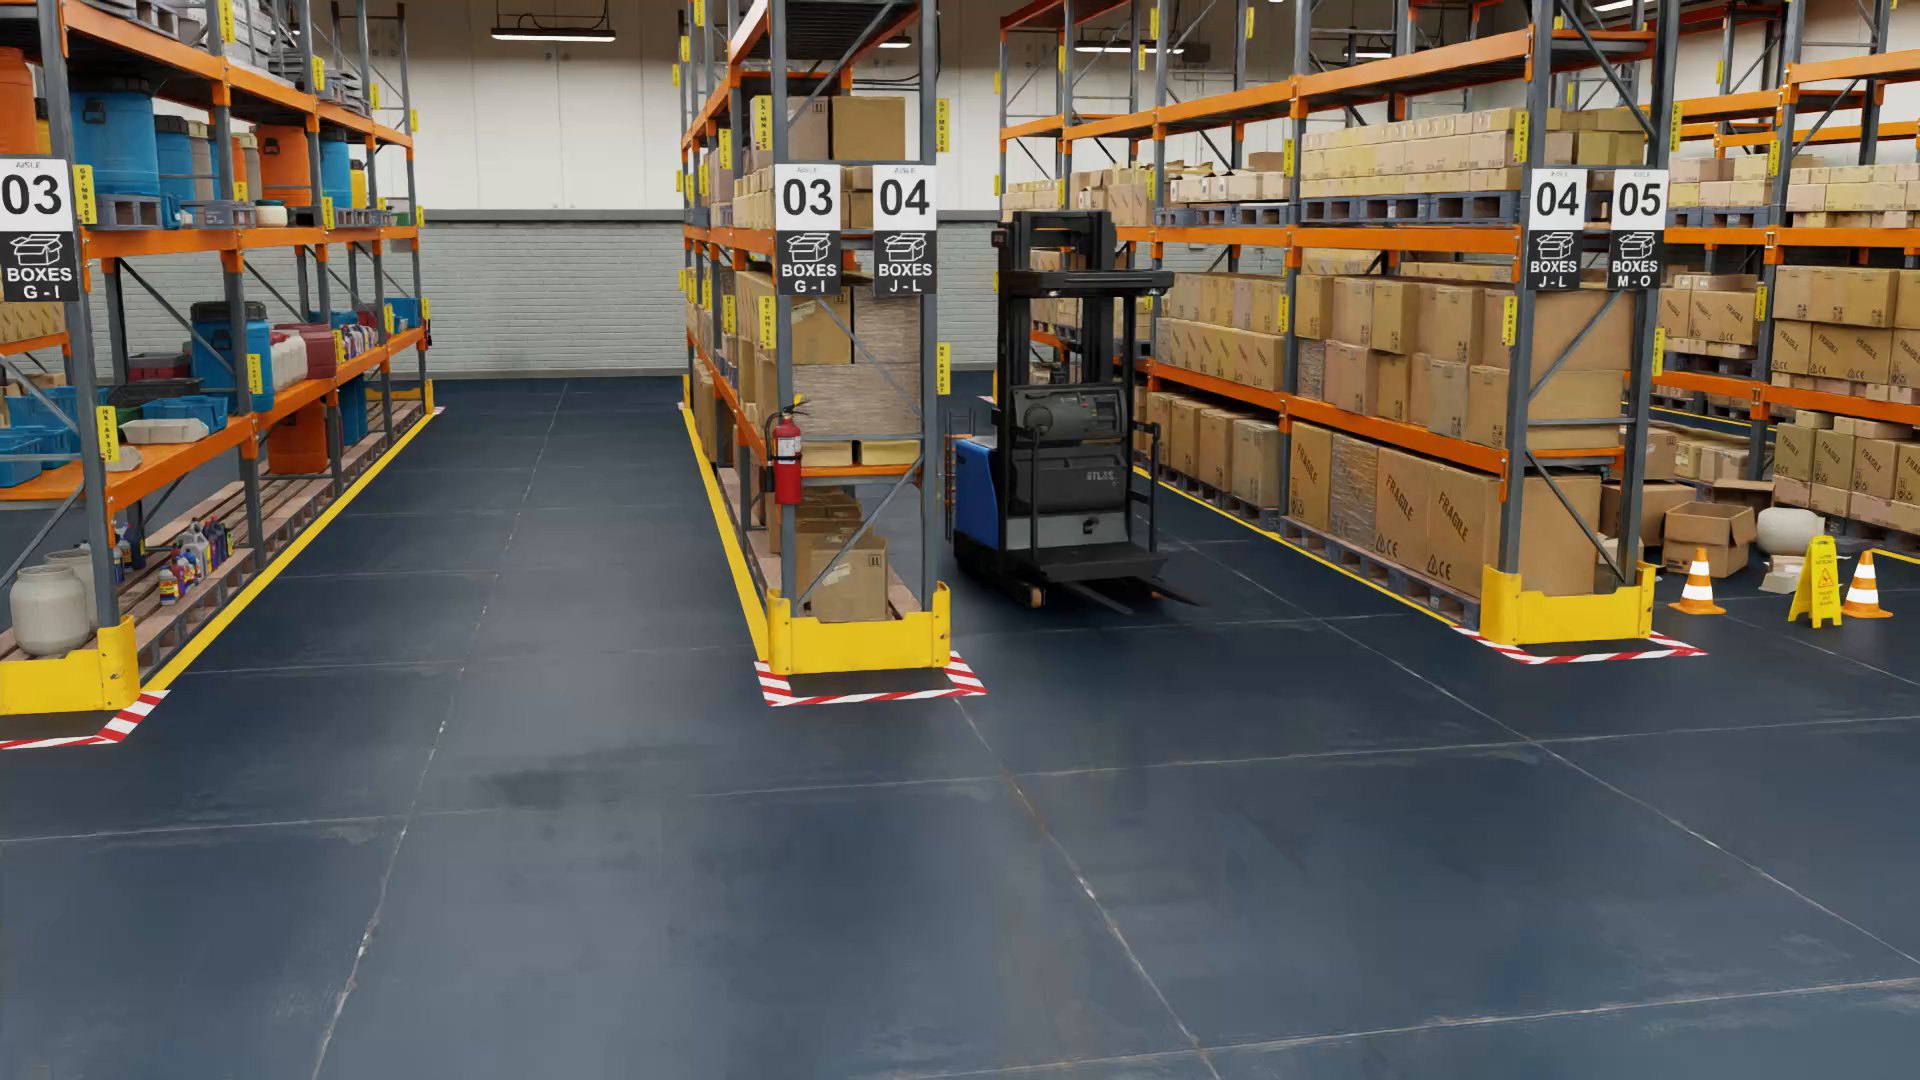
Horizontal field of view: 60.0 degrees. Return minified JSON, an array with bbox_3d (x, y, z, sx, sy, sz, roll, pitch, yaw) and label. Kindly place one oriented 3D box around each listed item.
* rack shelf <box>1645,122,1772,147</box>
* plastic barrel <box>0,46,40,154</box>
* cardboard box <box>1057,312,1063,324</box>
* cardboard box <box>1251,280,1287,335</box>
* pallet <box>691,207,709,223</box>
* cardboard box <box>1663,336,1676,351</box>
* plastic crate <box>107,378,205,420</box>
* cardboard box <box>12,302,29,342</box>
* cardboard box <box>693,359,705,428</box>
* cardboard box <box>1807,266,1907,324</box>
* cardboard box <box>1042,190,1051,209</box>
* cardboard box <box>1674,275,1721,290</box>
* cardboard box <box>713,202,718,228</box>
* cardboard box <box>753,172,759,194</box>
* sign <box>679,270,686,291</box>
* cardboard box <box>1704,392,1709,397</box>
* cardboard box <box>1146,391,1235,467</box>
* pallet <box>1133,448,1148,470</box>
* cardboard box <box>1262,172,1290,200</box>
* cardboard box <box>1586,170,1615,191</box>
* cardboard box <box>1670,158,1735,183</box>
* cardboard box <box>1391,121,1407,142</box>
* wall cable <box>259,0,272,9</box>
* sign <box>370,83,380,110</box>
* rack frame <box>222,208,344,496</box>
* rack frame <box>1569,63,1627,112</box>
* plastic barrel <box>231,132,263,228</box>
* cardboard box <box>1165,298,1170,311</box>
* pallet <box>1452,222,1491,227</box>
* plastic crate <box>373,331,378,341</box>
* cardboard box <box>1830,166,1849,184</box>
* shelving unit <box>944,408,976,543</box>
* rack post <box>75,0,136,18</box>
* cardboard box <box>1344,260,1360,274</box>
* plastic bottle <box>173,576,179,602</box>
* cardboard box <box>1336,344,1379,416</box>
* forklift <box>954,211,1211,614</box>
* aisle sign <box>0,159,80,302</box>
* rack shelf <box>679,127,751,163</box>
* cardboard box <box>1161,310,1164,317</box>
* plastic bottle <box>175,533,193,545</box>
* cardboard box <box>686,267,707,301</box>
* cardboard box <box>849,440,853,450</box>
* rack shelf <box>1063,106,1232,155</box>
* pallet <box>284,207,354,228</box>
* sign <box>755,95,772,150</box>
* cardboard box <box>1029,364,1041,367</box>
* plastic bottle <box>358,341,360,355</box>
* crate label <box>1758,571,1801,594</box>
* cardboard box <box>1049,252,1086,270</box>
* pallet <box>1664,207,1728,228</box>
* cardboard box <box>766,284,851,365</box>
[{"bbox_3d":[11.219,-6.346,26.402,1.077,0.370,4.000,-2,11,-11],"label":"rack shelf"},{"bbox_3d":[-5.724,-2.440,9.697,0.600,0.830,0.708,-2,11,-11],"label":"plastic barrel"},{"bbox_3d":[1.530,-3.001,22.490,0.380,0.149,0.250,-3,11,-14],"label":"cardboard box"},{"bbox_3d":[3.256,-2.265,16.134,0.700,0.500,0.500,-2,11,-12],"label":"cardboard box"},{"bbox_3d":[-3.130,-4.426,22.641,1.003,0.211,1.213,-2,11,-11],"label":"pallet"},{"bbox_3d":[7.741,-2.093,17.720,0.380,0.149,0.250,-2,11,-11],"label":"cardboard box"},{"bbox_3d":[-6.306,-1.067,12.944,0.767,0.338,0.504,-2,11,-11],"label":"plastic crate"},{"bbox_3d":[-12.829,-2.917,22.232,0.500,0.500,0.500,-2,11,-12],"label":"cardboard box"},{"bbox_3d":[-2.837,-1.891,21.669,1.225,0.875,0.875,-2,11,-11],"label":"cardboard box"},{"bbox_3d":[8.247,-2.242,15.215,0.700,0.500,0.500,-2,11,-11],"label":"cardboard box"},{"bbox_3d":[1.475,-4.824,23.559,0.500,0.250,0.500,-3,11,-13],"label":"cardboard box"},{"bbox_3d":[7.761,-2.710,17.493,0.380,0.149,0.250,-3,11,-13],"label":"cardboard box"},{"bbox_3d":[-2.262,-3.322,17.005,0.500,0.250,0.500,-2,11,-10],"label":"cardboard box"},{"bbox_3d":[-1.253,-2.518,11.719,0.380,0.149,0.250,-3,11,-14],"label":"cardboard box"},{"bbox_3d":[-4.304,-4.024,25.788,0.100,0.325,0.005,-2,11,-11],"label":"sign"},{"bbox_3d":[11.711,-2.402,25.862,0.500,0.311,0.500,-2,11,-9],"label":"cardboard box"},{"bbox_3d":[2.712,-1.260,18.685,1.050,0.750,0.750,-2,11,-12],"label":"cardboard box"},{"bbox_3d":[2.532,-1.047,20.132,1.003,0.211,1.213,-2,11,-11],"label":"pallet"},{"bbox_3d":[3.166,-3.319,15.599,0.500,0.250,0.500,-2,11,-10],"label":"cardboard box"},{"bbox_3d":[4.486,-2.486,11.496,0.380,0.149,0.250,-2,11,-11],"label":"cardboard box"},{"bbox_3d":[7.838,-3.878,17.468,0.500,0.250,0.500,-2,11,-10],"label":"cardboard box"},{"bbox_3d":[3.543,-3.133,12.759,0.380,0.149,0.250,-2,11,-11],"label":"cardboard box"},{"bbox_3d":[-13.395,-10.437,28.596,3.097,2.526,0.112,-2,11,-11],"label":"wall cable"},{"bbox_3d":[-7.299,-5.529,20.738,0.100,0.325,0.005,-2,11,-11],"label":"sign"},{"bbox_3d":[-7.061,-1.931,17.322,1.000,3.000,0.127,-2,11,-11],"label":"rack frame"},{"bbox_3d":[10.830,-7.067,28.261,1.000,3.000,0.127,-2,11,-11],"label":"rack frame"},{"bbox_3d":[-7.114,-3.493,16.162,0.600,0.901,0.600,0,11,0],"label":"plastic barrel"},{"bbox_3d":[2.684,-2.835,20.025,0.380,0.149,0.250,-2,11,-11],"label":"cardboard box"},{"bbox_3d":[7.120,-4.174,21.586,1.003,0.211,1.213,-2,11,-8],"label":"pallet"},{"bbox_3d":[-7.790,-2.656,21.671,0.396,0.136,0.243,-2,11,-11],"label":"plastic crate"},{"bbox_3d":[8.159,-3.315,15.108,0.380,0.149,0.250,-2,11,-13],"label":"cardboard box"},{"bbox_3d":[0.003,-0.587,15.070,0.258,1.200,0.189,-2,11,-11],"label":"shelving unit"},{"bbox_3d":[-5.527,-3.309,9.851,0.937,0.300,0.954,-1,11,-5],"label":"rack post"},{"bbox_3d":[6.178,-4.009,25.294,0.500,0.500,0.500,-2,11,-10],"label":"cardboard box"},{"bbox_3d":[-5.572,0.332,11.740,0.097,0.201,0.097,0,11,0],"label":"plastic bottle"},{"bbox_3d":[3.662,-1.343,13.828,0.875,0.550,0.550,-2,11,-11],"label":"cardboard box"},{"bbox_3d":[0.926,-1.007,12.646,1.130,2.935,3.031,-4,11,-19],"label":"forklift"},{"bbox_3d":[-5.204,-1.739,9.356,0.394,0.787,0.004,-2,11,-11],"label":"aisle sign"},{"bbox_3d":[-3.370,-5.609,23.593,1.077,0.370,4.000,-2,11,-11],"label":"rack shelf"},{"bbox_3d":[2.626,-2.743,20.339,0.380,0.149,0.250,-2,11,-11],"label":"cardboard box"},{"bbox_3d":[-5.978,0.077,12.878,0.152,0.276,0.135,-2,11,-11],"label":"plastic bottle"},{"bbox_3d":[-3.833,-3.830,24.897,0.500,0.500,0.500,-2,11,-12],"label":"cardboard box"},{"bbox_3d":[-0.601,-0.720,11.628,0.380,0.149,0.250,-2,11,-11],"label":"cardboard box"},{"bbox_3d":[2.293,-5.037,20.589,1.077,0.370,4.000,-2,11,-11],"label":"rack shelf"},{"bbox_3d":[-7.114,-3.456,17.815,1.003,0.211,1.213,-2,11,-11],"label":"pallet"},{"bbox_3d":[-1.195,-2.536,10.109,0.100,0.325,0.005,-2,11,-11],"label":"sign"},{"bbox_3d":[1.066,-2.684,26.186,0.380,0.149,0.250,-2,11,-10],"label":"cardboard box"},{"bbox_3d":[-7.201,-2.302,19.803,0.097,0.201,0.097,0,11,0],"label":"plastic bottle"},{"bbox_3d":[6.488,0.330,13.094,0.250,0.136,0.298,-9,14,-40],"label":"crate label"},{"bbox_3d":[1.547,-3.770,23.243,0.500,0.500,0.500,-3,11,-13],"label":"cardboard box"},{"bbox_3d":[8.076,-3.427,17.658,1.213,0.211,1.003,-2,11,-11],"label":"pallet"},{"bbox_3d":[-0.996,-1.423,10.911,0.500,0.500,0.500,-2,11,-11],"label":"cardboard box"}]
